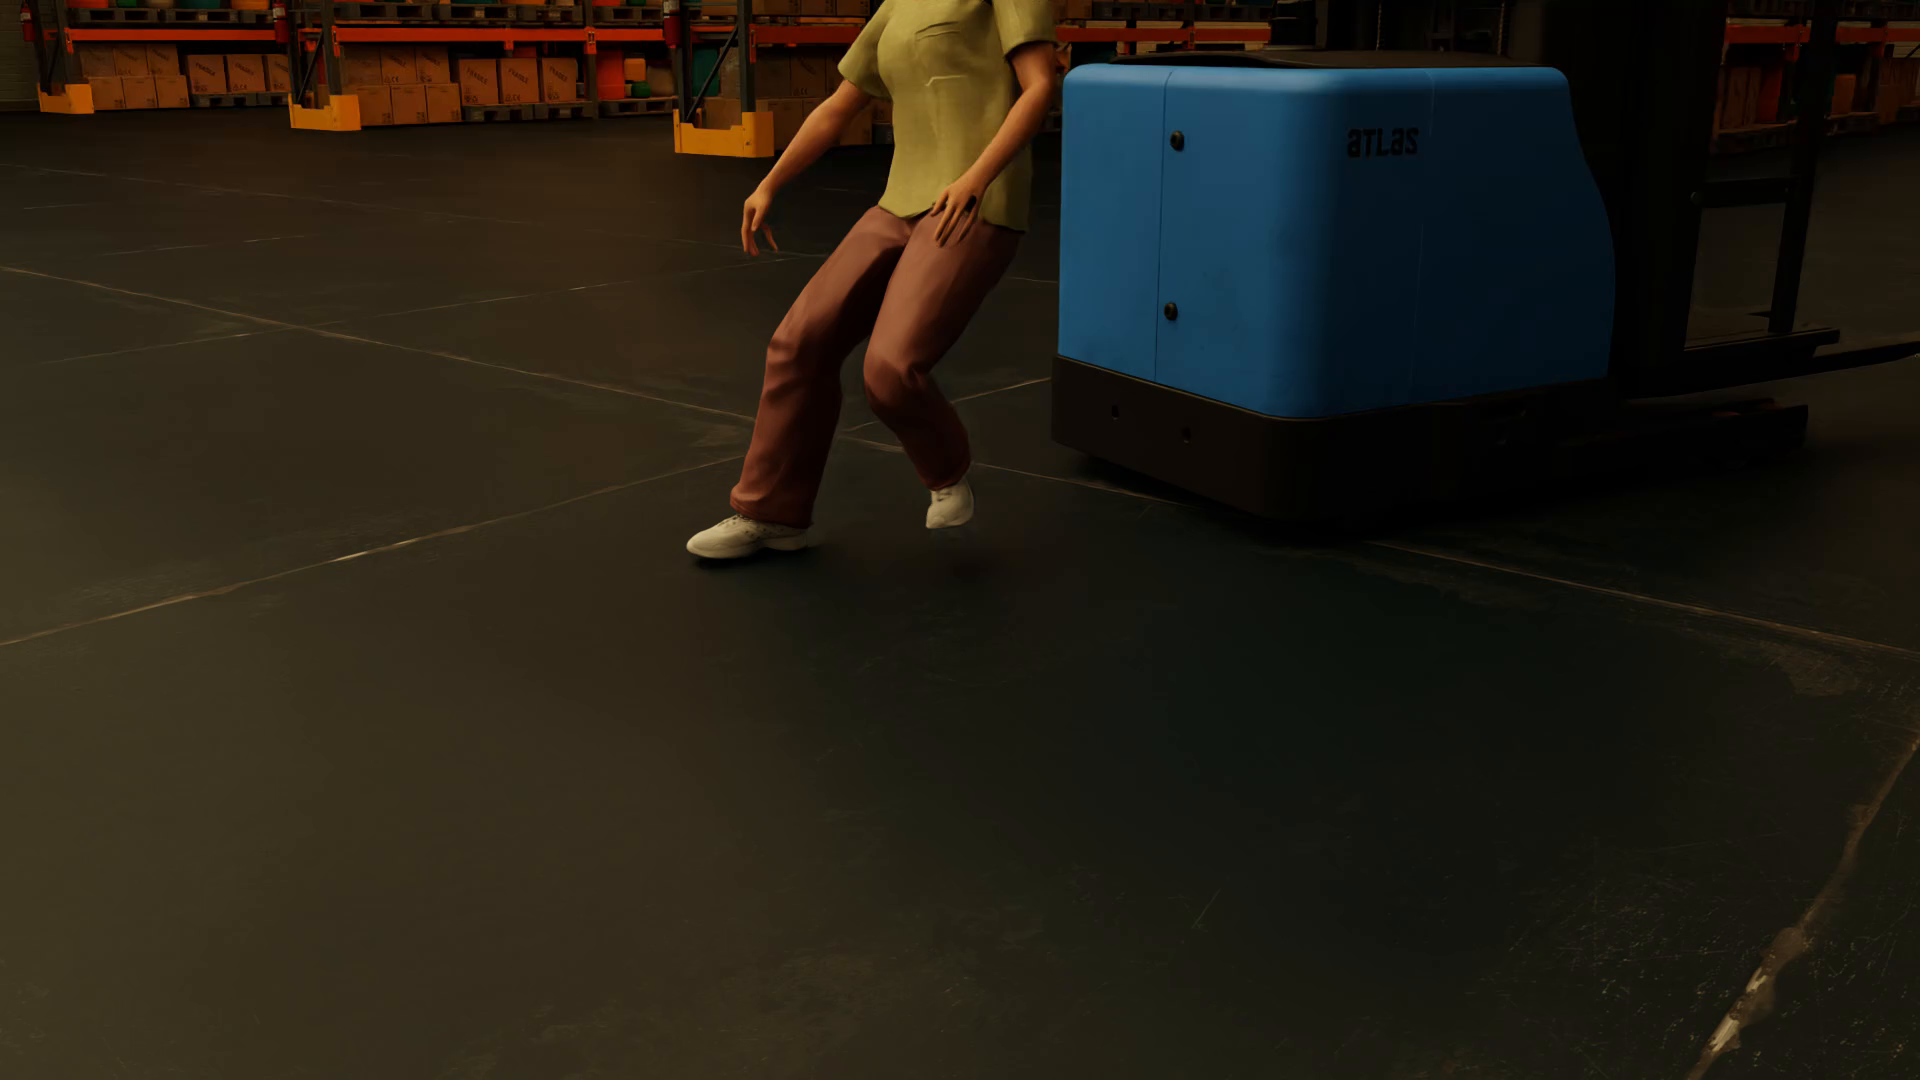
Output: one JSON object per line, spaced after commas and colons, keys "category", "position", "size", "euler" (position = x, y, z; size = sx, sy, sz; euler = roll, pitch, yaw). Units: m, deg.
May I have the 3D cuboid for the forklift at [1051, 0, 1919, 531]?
{"category": "forklift", "position": [1.787, -1.717, 4.551], "size": [3.031, 2.935, 1.130], "euler": [-10, 19, -29]}

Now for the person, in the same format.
{"category": "person", "position": [-0.177, -0.685, 3.503], "size": [0.671, 1.565, 0.671], "euler": [-13, 21, -37]}
